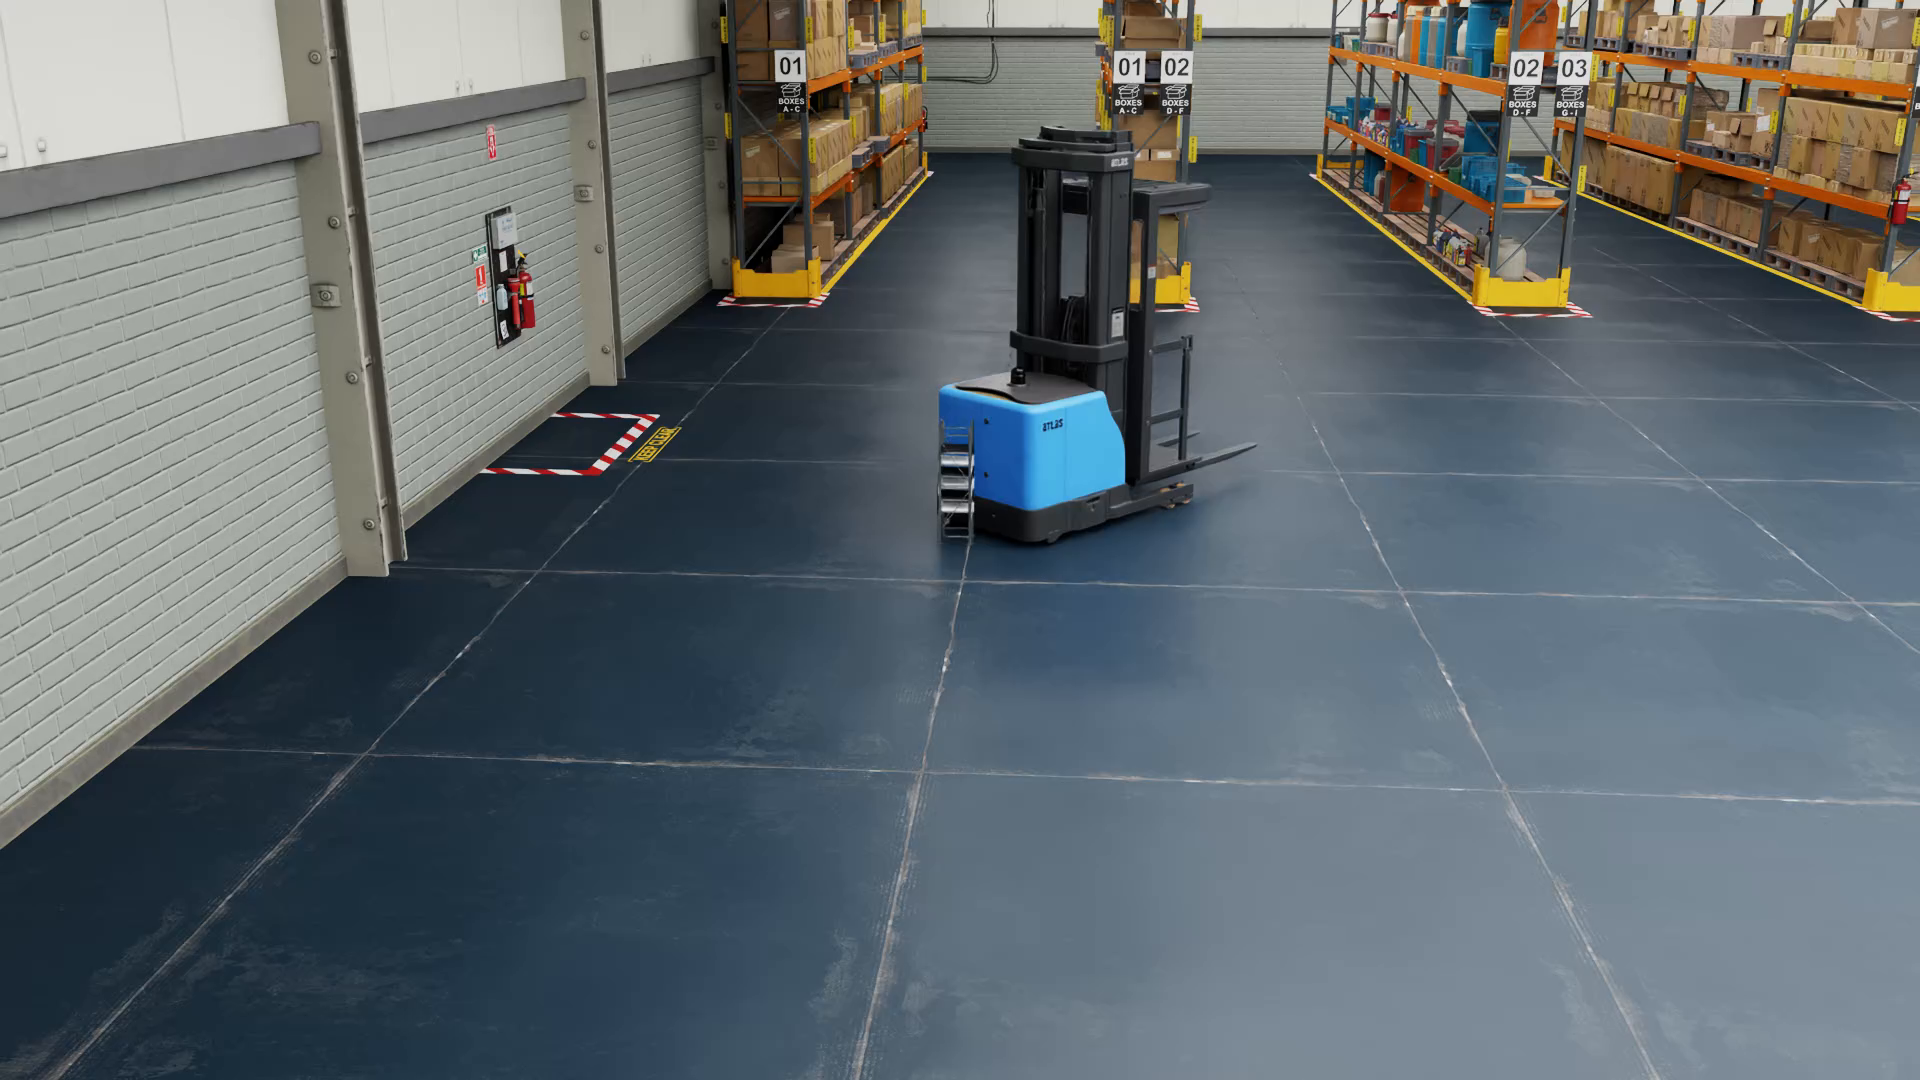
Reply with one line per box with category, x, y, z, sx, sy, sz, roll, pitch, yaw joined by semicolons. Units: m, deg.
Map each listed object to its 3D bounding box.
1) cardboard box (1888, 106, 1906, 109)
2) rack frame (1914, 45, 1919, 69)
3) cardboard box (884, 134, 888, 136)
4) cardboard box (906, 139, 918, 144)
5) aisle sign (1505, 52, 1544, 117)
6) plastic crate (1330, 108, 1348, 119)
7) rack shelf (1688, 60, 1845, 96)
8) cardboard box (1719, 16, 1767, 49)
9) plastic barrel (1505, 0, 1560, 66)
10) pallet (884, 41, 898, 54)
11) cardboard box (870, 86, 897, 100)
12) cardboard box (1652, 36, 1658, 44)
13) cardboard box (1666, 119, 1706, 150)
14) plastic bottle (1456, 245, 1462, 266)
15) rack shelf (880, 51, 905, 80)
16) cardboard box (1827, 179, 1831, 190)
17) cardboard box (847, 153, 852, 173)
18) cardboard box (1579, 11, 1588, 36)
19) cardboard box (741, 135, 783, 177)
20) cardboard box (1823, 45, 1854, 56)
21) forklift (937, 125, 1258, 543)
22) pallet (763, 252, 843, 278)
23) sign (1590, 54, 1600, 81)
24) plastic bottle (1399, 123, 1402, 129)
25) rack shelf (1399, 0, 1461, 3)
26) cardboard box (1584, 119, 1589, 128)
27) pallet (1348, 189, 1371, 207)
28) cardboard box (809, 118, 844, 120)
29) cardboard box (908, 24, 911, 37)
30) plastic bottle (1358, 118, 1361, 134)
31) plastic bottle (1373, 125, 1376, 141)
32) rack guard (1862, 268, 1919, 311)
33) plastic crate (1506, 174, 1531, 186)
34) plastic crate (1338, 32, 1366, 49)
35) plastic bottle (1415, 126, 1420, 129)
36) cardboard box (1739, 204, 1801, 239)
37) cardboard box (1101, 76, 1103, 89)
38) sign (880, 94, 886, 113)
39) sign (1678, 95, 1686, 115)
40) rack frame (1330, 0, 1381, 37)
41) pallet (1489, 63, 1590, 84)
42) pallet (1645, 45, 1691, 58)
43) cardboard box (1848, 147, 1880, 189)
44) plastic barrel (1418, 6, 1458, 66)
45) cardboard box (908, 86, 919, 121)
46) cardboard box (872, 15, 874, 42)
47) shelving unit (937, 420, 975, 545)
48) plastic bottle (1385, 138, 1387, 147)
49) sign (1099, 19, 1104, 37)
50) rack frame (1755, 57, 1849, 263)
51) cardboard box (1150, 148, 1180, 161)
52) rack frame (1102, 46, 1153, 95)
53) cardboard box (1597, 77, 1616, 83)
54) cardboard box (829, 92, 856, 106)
cardboard box;12.726;-5.532;22.245;0.500;0.500;0.500;1;18;4
rack frame;12.337;-7.244;20.078;1.000;3.000;0.127;1;18;4
cardboard box;-1.526;-7.355;30.424;0.380;0.149;0.250;2;18;6
cardboard box;-1.115;-8.750;36.608;0.380;0.149;0.250;1;18;3
aisle sign;7.096;-5.723;20.897;0.394;0.787;0.004;1;18;4
plastic crate;8.151;-9.148;35.696;0.416;0.233;0.300;1;18;4
rack shelf;12.768;-7.340;26.344;1.077;0.370;4.000;1;18;4
cardboard box;12.552;-8.134;26.649;0.500;0.500;0.500;1;18;2
plastic barrel;7.305;-6.486;21.219;0.600;0.830;0.708;1;18;4
pallet;-1.641;-9.500;32.089;0.805;0.209;1.217;1;18;2
cardboard box;-1.485;-8.538;31.789;0.500;0.250;0.500;2;18;5
cardboard box;12.941;-9.166;30.492;0.380;0.149;0.250;1;18;2
cardboard box;12.699;-7.084;29.064;0.500;0.500;0.500;2;18;6
plastic bottle;7.082;-4.039;23.587;0.061;0.283;0.133;2;18;5
rack shelf;-1.767;-8.914;31.148;1.077;0.370;4.000;1;18;4
cardboard box;12.242;-4.911;22.997;0.380;0.149;0.250;1;18;4
cardboard box;-1.929;-5.751;25.366;0.500;0.250;0.500;1;18;4
cardboard box;13.340;-10.747;34.592;0.700;0.500;0.500;1;18;2
cardboard box;-2.663;-5.170;22.389;0.500;0.500;0.500;1;18;3
cardboard box;12.327;-6.839;23.262;0.380;0.149;0.250;2;18;6
forklift;1.230;-1.742;13.032;3.031;2.935;1.130;-17;25;-42
pallet;-2.295;-4.052;24.452;1.003;0.211;1.213;1;18;4
sign;7.946;-5.919;20.839;0.100;0.325;0.005;1;18;4
plastic bottle;8.364;-7.767;31.515;0.097;0.271;0.097;0;18;0
rack shelf;7.827;-8.686;26.277;1.077;0.370;4.000;1;18;4
cardboard box;12.985;-8.502;33.955;0.380;0.149;0.250;1;18;3
pallet;8.161;-6.667;32.429;1.003;0.211;1.213;1;18;4
cardboard box;-2.127;-6.381;26.212;0.700;0.500;0.500;1;18;4
cardboard box;-1.261;-10.419;33.993;0.500;0.250;0.500;1;18;3
plastic bottle;7.806;-8.071;32.423;0.061;0.283;0.133;1;18;4
plastic bottle;7.679;-7.522;30.748;0.061;0.283;0.133;1;18;4
rack guard;12.343;-3.229;21.473;1.175;0.500;0.348;1;18;4
plastic crate;7.820;-5.110;23.626;0.530;0.136;0.437;1;18;4
plastic crate;8.161;-10.400;34.628;0.504;0.338;0.767;1;18;4
plastic bottle;8.424;-7.487;30.654;0.152;0.276;0.135;1;18;4
cardboard box;12.743;-4.994;26.156;0.700;0.500;0.500;1;18;4
cardboard box;3.129;-9.187;33.876;0.500;0.500;0.500;1;18;3
sign;-1.369;-7.713;29.411;0.100;0.325;0.005;1;18;4
sign;12.357;-7.439;28.449;0.100;0.325;0.005;1;18;4
rack frame;8.544;-12.324;35.581;1.000;3.000;0.127;1;18;4
pallet;7.554;-6.094;21.689;1.003;0.211;1.213;1;18;4
pallet;12.981;-8.762;29.831;1.003;0.211;1.213;2;18;6
cardboard box;12.320;-4.910;21.952;0.875;0.500;0.500;1;18;4
plastic barrel;7.598;-7.978;26.332;0.600;0.901;0.708;1;18;4
cardboard box;-1.405;-9.452;35.969;0.980;0.700;0.700;1;18;3
cardboard box;-1.895;-9.380;30.549;0.700;0.500;0.500;2;18;7
shelving unit;-0.027;-0.423;12.270;0.258;0.900;0.210;2;18;5
plastic bottle;7.601;-7.064;29.484;0.097;0.201;0.097;0;18;0
sign;2.775;-10.023;32.547;0.100;0.325;0.005;1;18;4
rack frame;12.624;-5.635;24.803;1.000;3.000;0.127;1;18;4
cardboard box;2.700;-5.088;21.931;0.380;0.149;0.250;1;18;4
rack frame;3.317;-8.342;33.065;1.000;3.000;0.127;1;18;4
cardboard box;13.712;-9.631;35.558;0.500;0.500;0.500;2;18;5
cardboard box;-2.137;-7.911;29.873;0.500;0.250;0.500;2;18;5
